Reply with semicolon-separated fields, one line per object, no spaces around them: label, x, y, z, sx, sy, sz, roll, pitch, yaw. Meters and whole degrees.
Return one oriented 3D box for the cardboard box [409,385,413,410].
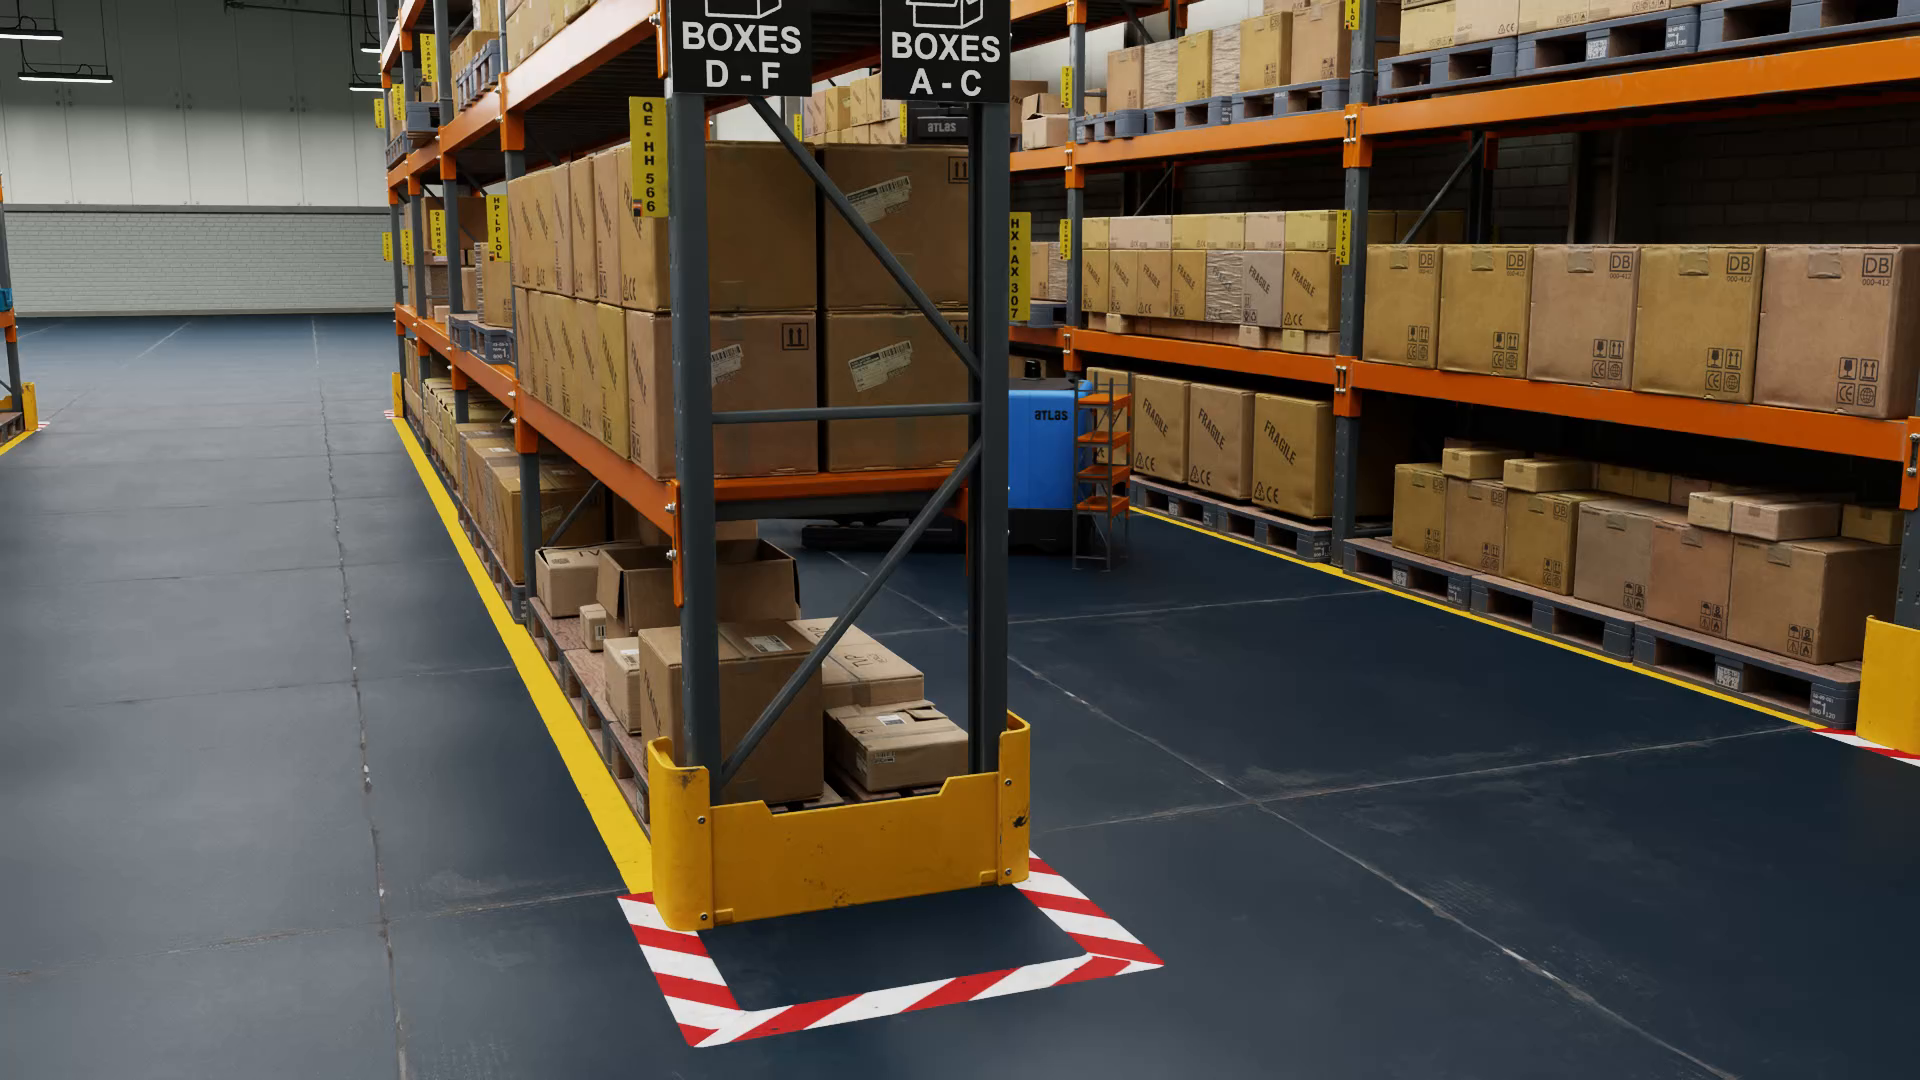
cardboard box;-5.784;-1.569;18.326;0.500;0.250;0.500;-4;11;-21

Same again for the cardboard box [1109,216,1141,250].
cardboard box;1.498;-2.386;12.936;0.500;0.250;0.500;-4;11;-22

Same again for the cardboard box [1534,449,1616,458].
cardboard box;3.425;-0.411;9.251;0.380;0.149;0.250;-4;11;-23

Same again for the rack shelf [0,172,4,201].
rack shelf;-10.030;-3.463;15.811;1.077;0.370;4.000;-4;11;-21

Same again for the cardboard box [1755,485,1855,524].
cardboard box;3.978;-0.162;7.852;0.380;0.149;0.250;-4;11;-21

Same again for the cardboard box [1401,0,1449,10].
cardboard box;2.825;-3.231;9.254;0.500;0.500;0.500;-4;11;-21

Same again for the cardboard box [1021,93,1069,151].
cardboard box;0.995;-3.744;14.989;0.797;0.503;0.637;-2;10;-13

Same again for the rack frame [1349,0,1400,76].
rack frame;2.828;-4.290;9.844;1.000;3.000;0.127;-4;11;-21

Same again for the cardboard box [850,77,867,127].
cardboard box;-0.913;-4.908;18.687;0.500;0.500;0.500;-4;11;-23

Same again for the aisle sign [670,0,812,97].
aisle sign;-0.599;-1.618;4.528;0.394;0.787;0.004;-4;11;-21

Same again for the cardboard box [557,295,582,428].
cardboard box;-1.304;-0.722;6.630;0.500;0.500;0.500;-4;11;-22

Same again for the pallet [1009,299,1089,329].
pallet;1.021;-2.005;14.672;1.213;0.211;1.003;-4;11;-21

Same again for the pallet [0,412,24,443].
pallet;-10.394;-1.151;17.290;1.003;0.211;1.213;-4;11;-21

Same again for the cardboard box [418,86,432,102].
cardboard box;-5.166;-4.408;17.175;0.797;0.503;0.637;-3;10;-15

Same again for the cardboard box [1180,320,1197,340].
cardboard box;1.848;-1.558;12.271;0.380;0.149;0.250;-4;11;-21

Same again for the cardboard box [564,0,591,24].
cardboard box;-1.135;-2.002;5.972;0.500;0.250;0.500;-4;11;-21

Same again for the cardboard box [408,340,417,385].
cardboard box;-5.773;-1.939;18.264;0.500;0.500;0.500;-4;11;-21

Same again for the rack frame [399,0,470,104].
rack frame;-4.687;-5.281;15.414;1.000;3.000;0.127;-4;11;-21

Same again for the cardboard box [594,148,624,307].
cardboard box;-0.940;-1.048;5.605;0.500;0.500;0.500;-4;11;-19

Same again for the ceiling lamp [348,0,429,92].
ceiling lamp;-14.555;-13.015;42.224;2.000;3.185;0.800;-4;11;-21

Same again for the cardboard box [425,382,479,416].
cardboard box;-4.593;-1.291;15.165;0.500;0.311;0.500;-4;11;-22

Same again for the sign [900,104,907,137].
sign;-0.574;-4.338;17.201;0.100;0.325;0.005;-4;11;-21

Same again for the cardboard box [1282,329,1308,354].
cardboard box;2.328;-1.300;10.822;0.380;0.149;0.250;-4;11;-20

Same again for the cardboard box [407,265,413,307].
cardboard box;-5.979;-2.953;19.168;0.700;0.500;0.500;-4;11;-21

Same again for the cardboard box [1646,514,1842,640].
cardboard box;3.749;0.151;7.946;0.700;0.500;0.500;-4;11;-21

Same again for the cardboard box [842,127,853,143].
cardboard box;-1.065;-4.500;19.247;0.500;0.500;0.500;-3;11;-17

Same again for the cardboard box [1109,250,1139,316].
cardboard box;1.497;-2.013;12.982;0.500;0.500;0.500;-4;11;-19

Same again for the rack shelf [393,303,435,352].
rack shelf;-5.412;-2.300;17.838;1.077;0.370;4.000;-4;11;-21

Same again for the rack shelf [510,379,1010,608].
rack shelf;-1.063;-0.341;6.826;1.077;0.370;4.000;-4;11;-21

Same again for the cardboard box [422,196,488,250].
cardboard box;-4.854;-3.087;16.222;0.700;0.500;0.500;-4;11;-21

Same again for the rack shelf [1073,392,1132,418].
rack shelf;0.895;-0.826;10.396;0.258;0.148;0.480;3;11;18

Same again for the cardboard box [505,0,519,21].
cardboard box;-1.843;-2.576;7.770;0.500;0.250;0.500;-4;11;-21

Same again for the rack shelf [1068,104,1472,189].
rack shelf;2.103;-2.786;12.005;1.077;0.370;4.000;-4;11;-21

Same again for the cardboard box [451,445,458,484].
cardboard box;-3.655;-0.598;12.869;0.500;0.250;0.500;-4;11;-20

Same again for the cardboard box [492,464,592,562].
cardboard box;-2.405;-0.151;9.586;0.500;0.500;0.500;-4;11;-21

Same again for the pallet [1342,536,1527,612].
pallet;3.030;0.165;9.888;1.003;0.211;1.213;-4;11;-21

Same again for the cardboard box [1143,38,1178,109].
cardboard box;1.848;-3.573;12.838;0.700;0.500;0.500;-5;11;-24

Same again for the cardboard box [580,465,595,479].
cardboard box;-1.940;-0.188;9.795;0.500;0.500;0.500;-4;11;-20

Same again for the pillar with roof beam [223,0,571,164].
pillar with roof beam;-15.345;-10.813;46.514;9.100;9.000;0.548;-4;11;-21

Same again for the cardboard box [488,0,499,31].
cardboard box;-2.716;-3.455;10.571;0.500;0.500;0.500;-4;11;-21

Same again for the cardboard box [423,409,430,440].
cardboard box;-4.772;-1.099;15.685;0.500;0.250;0.500;-4;11;-22

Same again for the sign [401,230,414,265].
sign;-5.204;-2.757;15.657;0.100;0.325;0.005;-4;11;-21

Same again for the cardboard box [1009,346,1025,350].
cardboard box;0.374;-1.807;16.752;0.500;0.250;0.500;-4;11;-22

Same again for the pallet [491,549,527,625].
pallet;-2.118;0.221;9.575;1.003;0.211;1.213;-4;11;-21

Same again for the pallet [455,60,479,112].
pallet;-2.338;-2.686;9.926;1.213;0.211;1.003;-4;11;-21

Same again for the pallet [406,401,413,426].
pallet;-5.820;-1.485;19.167;1.003;0.211;1.213;-4;11;-21

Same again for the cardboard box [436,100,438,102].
cardboard box;-4.473;-3.836;15.084;0.500;0.250;0.500;-3;10;-15

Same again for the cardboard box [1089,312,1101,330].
cardboard box;1.282;-1.807;13.675;0.380;0.149;0.250;-4;11;-22

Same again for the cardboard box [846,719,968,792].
cardboard box;-0.170;0.728;5.646;0.380;0.149;0.250;-4;11;-21

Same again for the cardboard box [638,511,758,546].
cardboard box;-1.317;0.067;8.357;0.500;0.500;0.500;-4;11;-21

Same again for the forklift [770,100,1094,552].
forklift;-0.618;-1.457;11.245;3.031;2.935;1.130;1;10;7

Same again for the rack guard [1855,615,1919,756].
rack guard;4.286;0.551;6.895;1.175;0.500;0.348;-4;11;-21

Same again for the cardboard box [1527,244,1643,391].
cardboard box;3.541;-1.157;8.503;0.980;0.700;0.700;-4;11;-24

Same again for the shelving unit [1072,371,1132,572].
shelving unit;0.895;-0.440;10.465;0.258;1.200;0.503;3;11;18

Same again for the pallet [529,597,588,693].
pallet;-1.540;0.464;8.212;1.003;0.211;1.213;-4;11;-21
